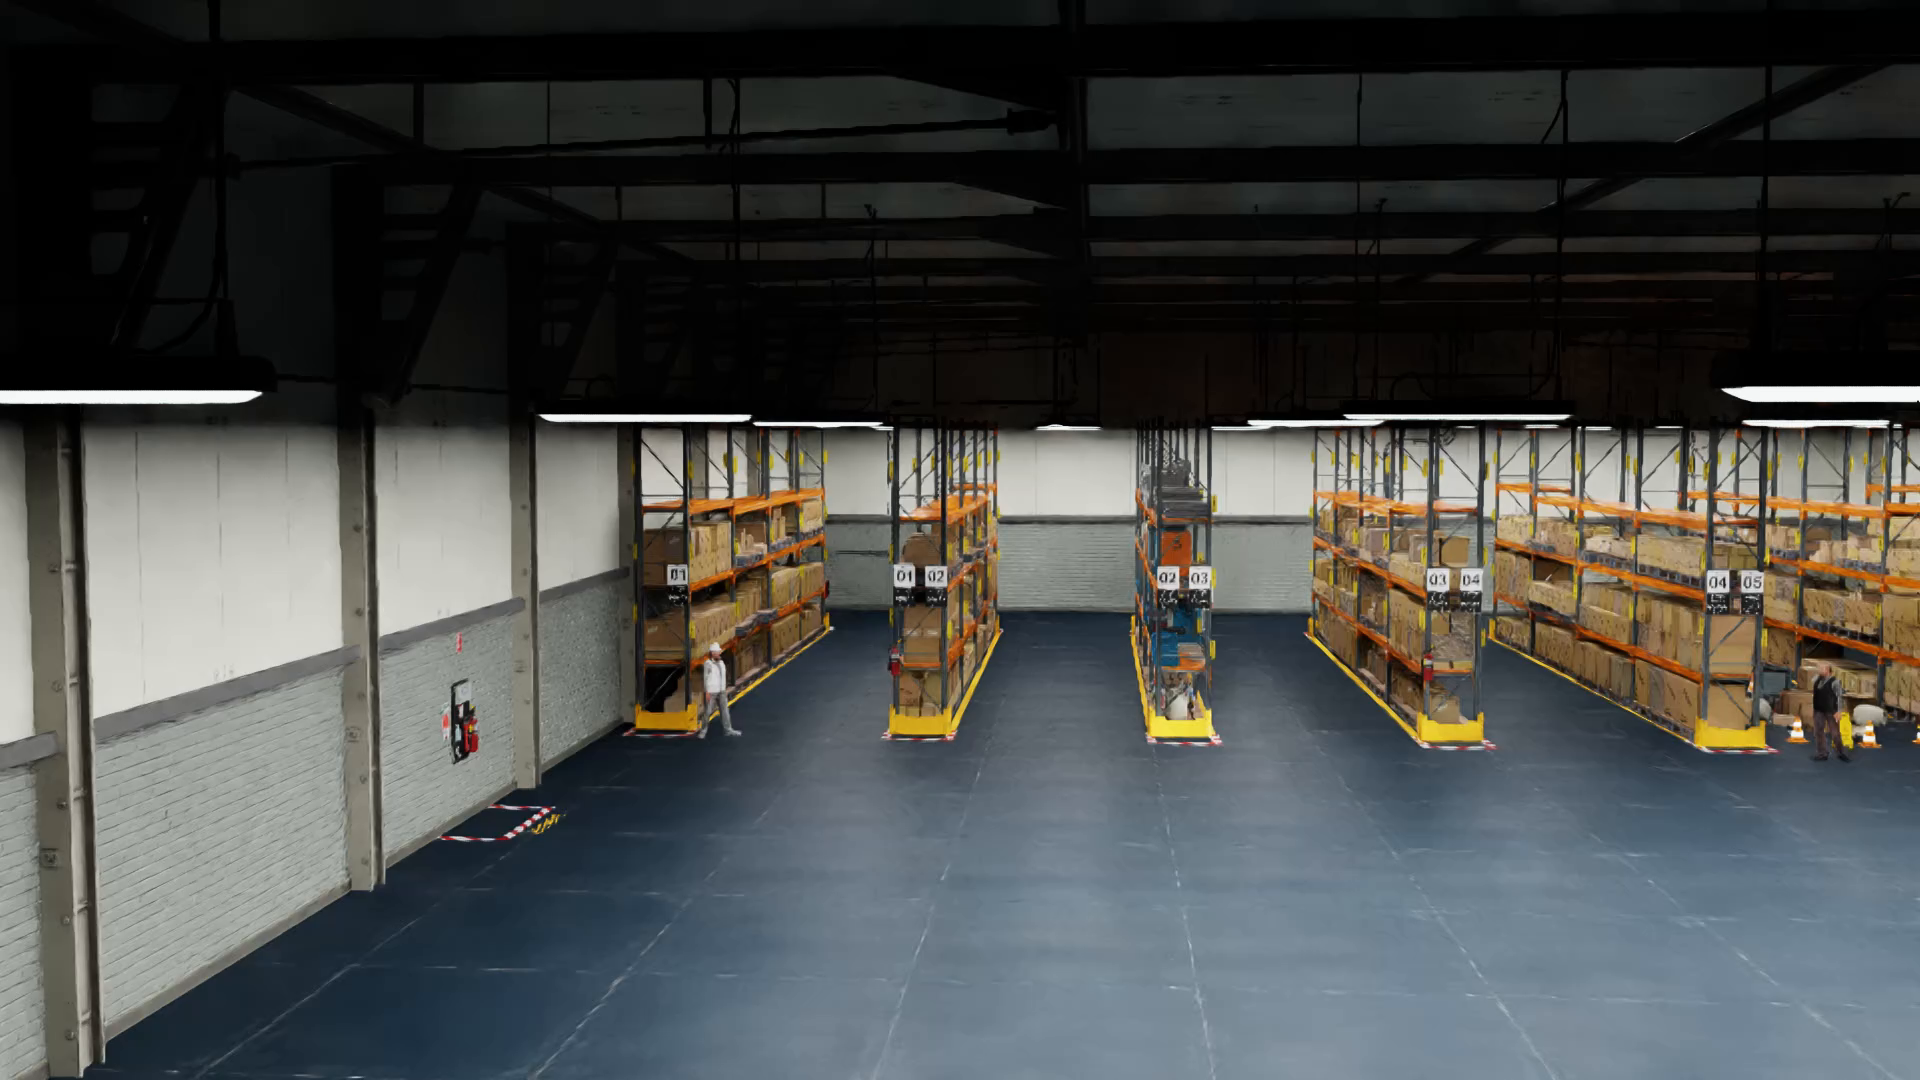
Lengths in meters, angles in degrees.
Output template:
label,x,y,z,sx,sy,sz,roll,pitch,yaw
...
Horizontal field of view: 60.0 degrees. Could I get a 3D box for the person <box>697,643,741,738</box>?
label,x,y,z,sx,sy,sz,roll,pitch,yaw
person,-4.539,2.798,31.068,0.564,1.762,0.733,3,5,42

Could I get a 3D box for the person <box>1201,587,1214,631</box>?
label,x,y,z,sx,sy,sz,roll,pitch,yaw
person,7.084,1.831,47.737,0.416,1.512,1.039,0,4,2

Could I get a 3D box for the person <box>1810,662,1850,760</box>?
label,x,y,z,sx,sy,sz,roll,pitch,yaw
person,15.154,2.986,28.969,0.543,1.707,0.631,-2,4,-24
